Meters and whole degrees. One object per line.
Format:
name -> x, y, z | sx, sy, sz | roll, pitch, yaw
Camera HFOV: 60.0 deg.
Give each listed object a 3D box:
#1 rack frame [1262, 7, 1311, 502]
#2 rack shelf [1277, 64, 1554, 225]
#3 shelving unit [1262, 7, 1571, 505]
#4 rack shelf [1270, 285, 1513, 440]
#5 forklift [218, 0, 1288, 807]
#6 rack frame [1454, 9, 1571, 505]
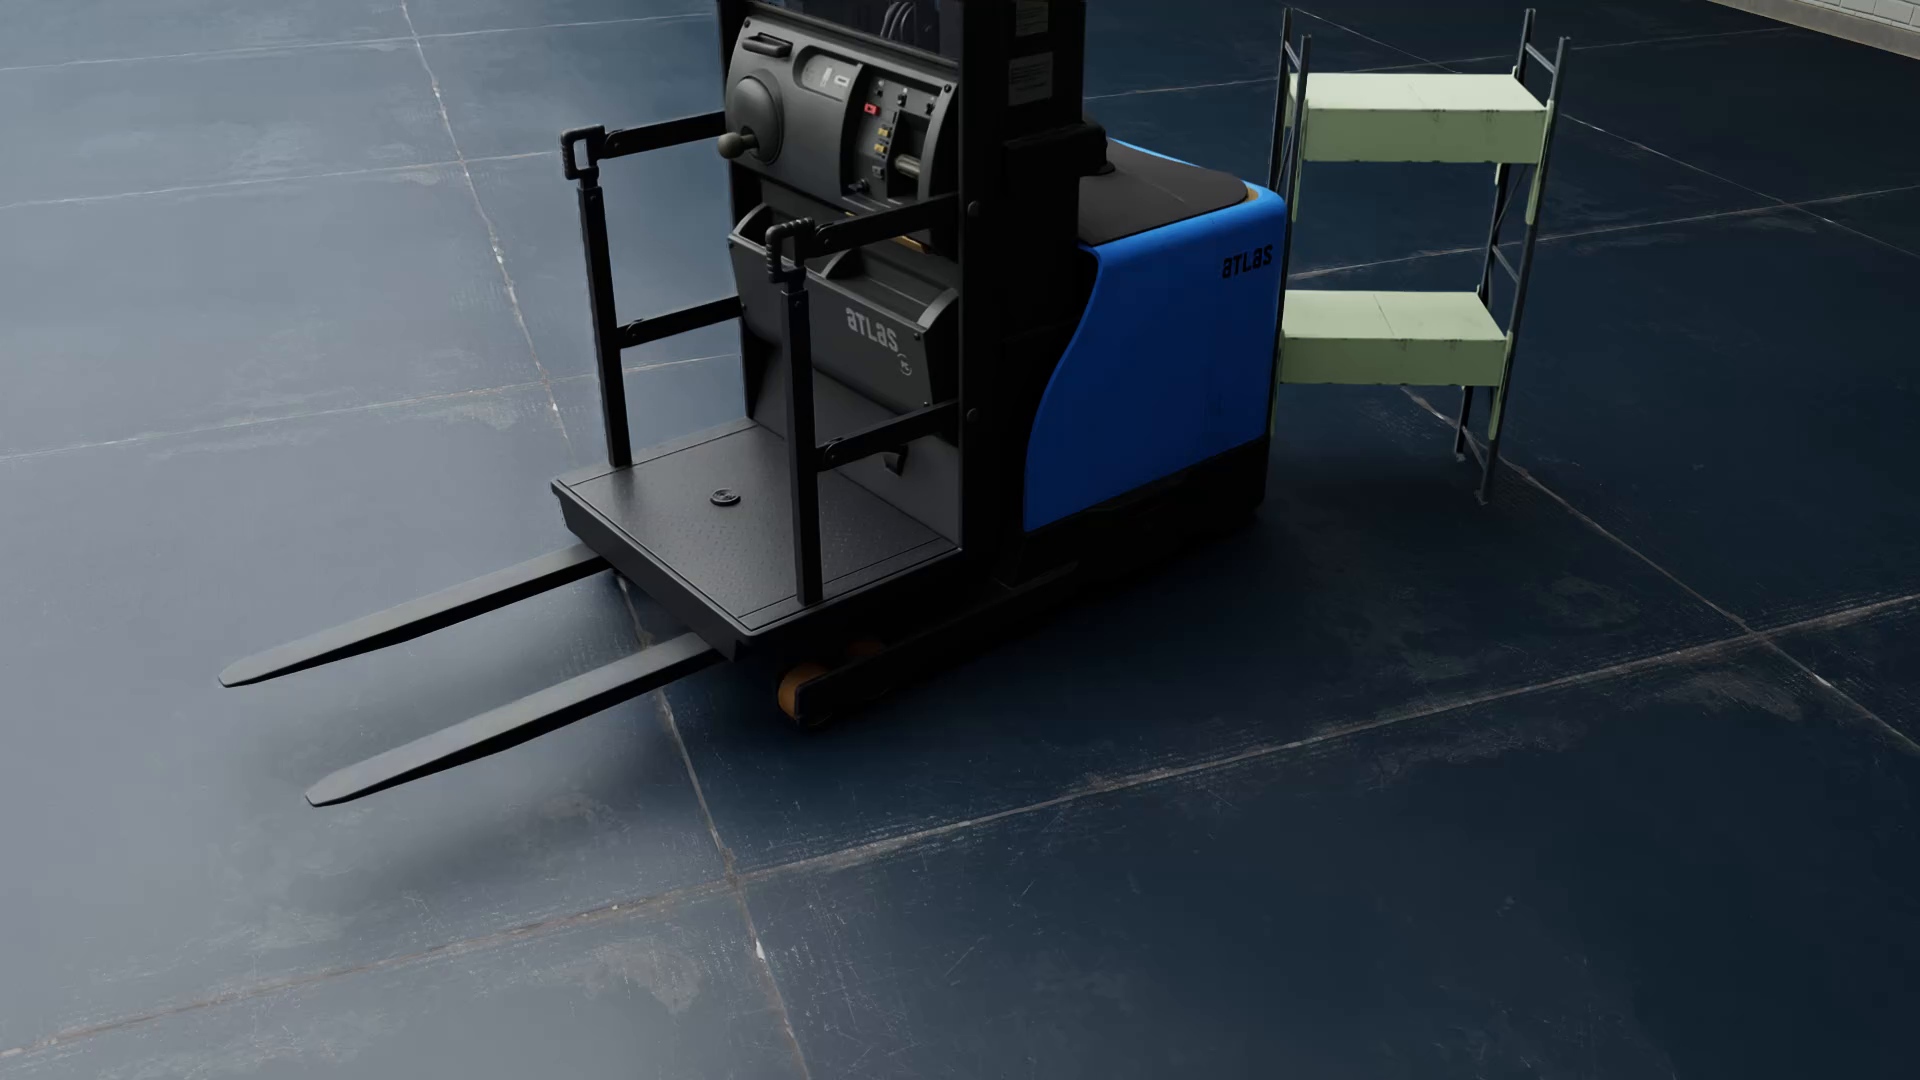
rack frame -> 0.995, -0.877, 5.274 | 0.023, 1.500, 0.400 | 1, 30, 2
rack shelf -> 1.361, -1.210, 5.071 | 0.720, 0.370, 0.431 | 1, 30, 2
shelving unit -> 1.361, -0.871, 5.264 | 0.755, 1.500, 0.431 | 1, 30, 2
rack shelf -> 1.361, -0.588, 5.425 | 0.720, 0.370, 0.431 | 1, 30, 2
forklift -> -0.488, -1.079, 4.183 | 3.031, 2.935, 1.130 | -22, 36, -33
rack frame -> 1.727, -0.865, 5.254 | 0.023, 1.500, 0.400 | 1, 30, 2
